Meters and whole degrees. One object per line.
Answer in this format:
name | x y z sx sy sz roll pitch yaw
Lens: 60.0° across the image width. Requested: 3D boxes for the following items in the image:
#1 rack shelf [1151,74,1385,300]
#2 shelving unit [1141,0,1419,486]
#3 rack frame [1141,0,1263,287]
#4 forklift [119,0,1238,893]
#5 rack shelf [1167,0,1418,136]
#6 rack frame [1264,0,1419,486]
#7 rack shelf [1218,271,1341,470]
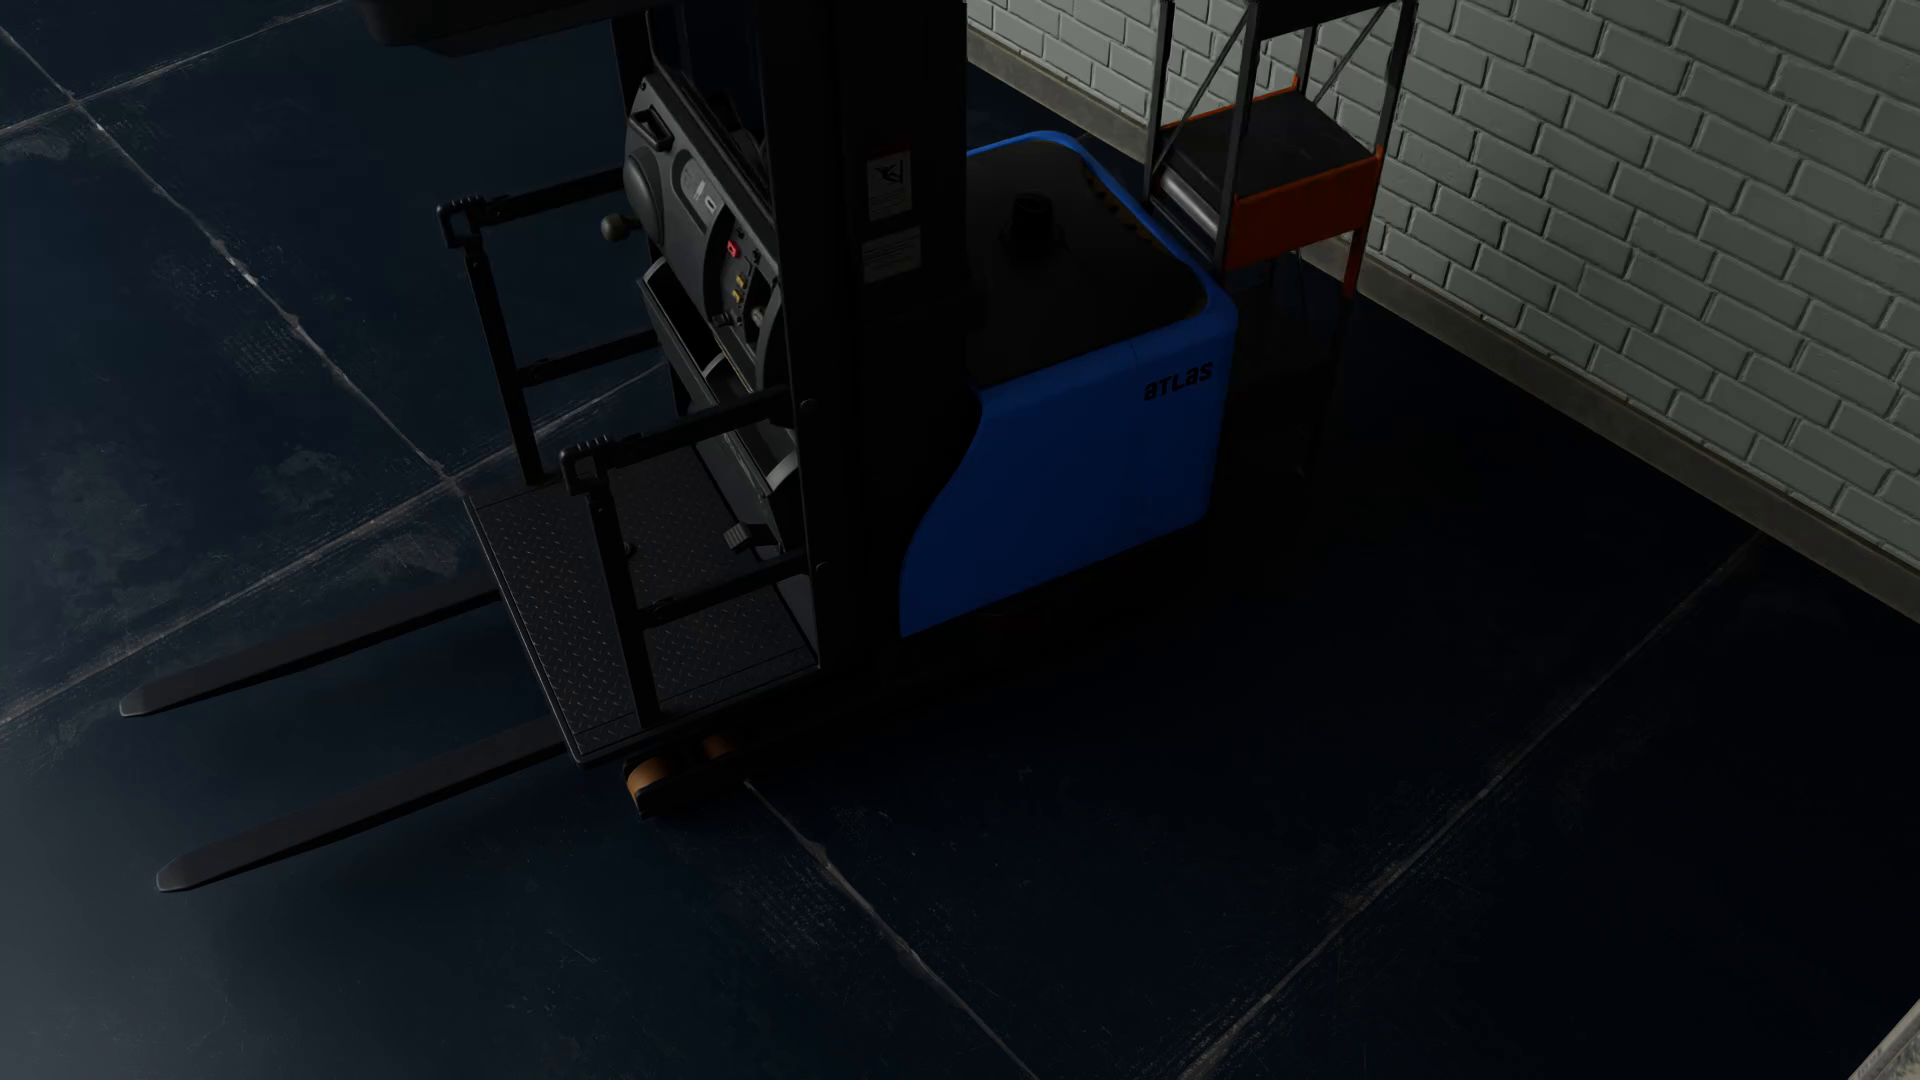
rack shelf | 0.833 -0.931 4.699 0.480 0.518 0.431 -21 51 -18
shelving unit | 0.833 -0.940 4.688 0.503 2.100 0.431 -21 51 -18
rack frame | 0.616 -0.858 4.613 0.015 2.100 0.400 -21 51 -18
forklift | -0.798 -0.692 3.895 3.031 2.935 1.130 -21 51 -18
rack shelf | 0.833 -1.405 4.184 0.480 0.518 0.431 -21 51 -18
rack frame | 1.050 -1.022 4.764 0.015 2.100 0.400 -21 51 -18
rack shelf | 0.833 -0.456 5.213 0.480 0.518 0.431 -21 51 -18
